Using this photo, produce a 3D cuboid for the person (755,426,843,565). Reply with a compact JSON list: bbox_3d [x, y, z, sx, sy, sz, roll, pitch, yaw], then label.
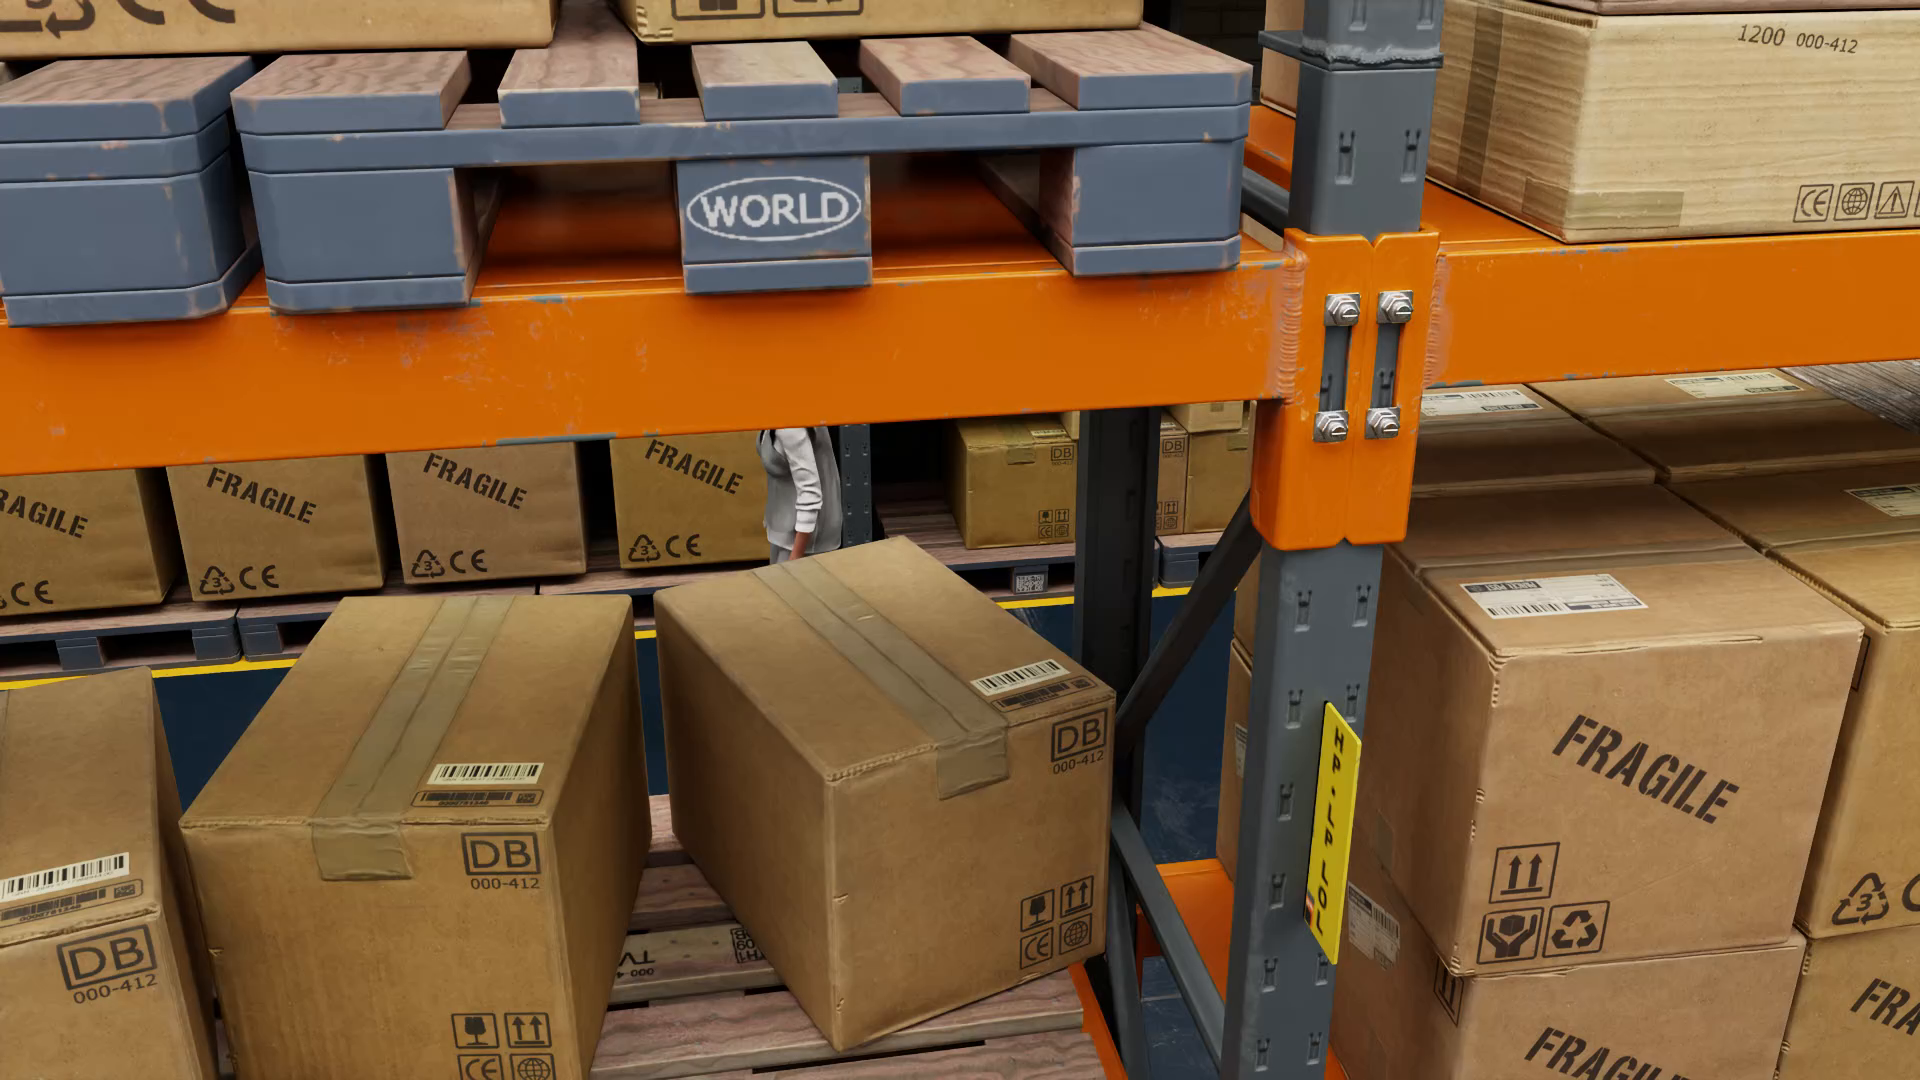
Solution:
[{"bbox_3d":[-0.637,0.001,6.126,0.360,1.580,0.480,-5,24,-12],"label":"person"}]
